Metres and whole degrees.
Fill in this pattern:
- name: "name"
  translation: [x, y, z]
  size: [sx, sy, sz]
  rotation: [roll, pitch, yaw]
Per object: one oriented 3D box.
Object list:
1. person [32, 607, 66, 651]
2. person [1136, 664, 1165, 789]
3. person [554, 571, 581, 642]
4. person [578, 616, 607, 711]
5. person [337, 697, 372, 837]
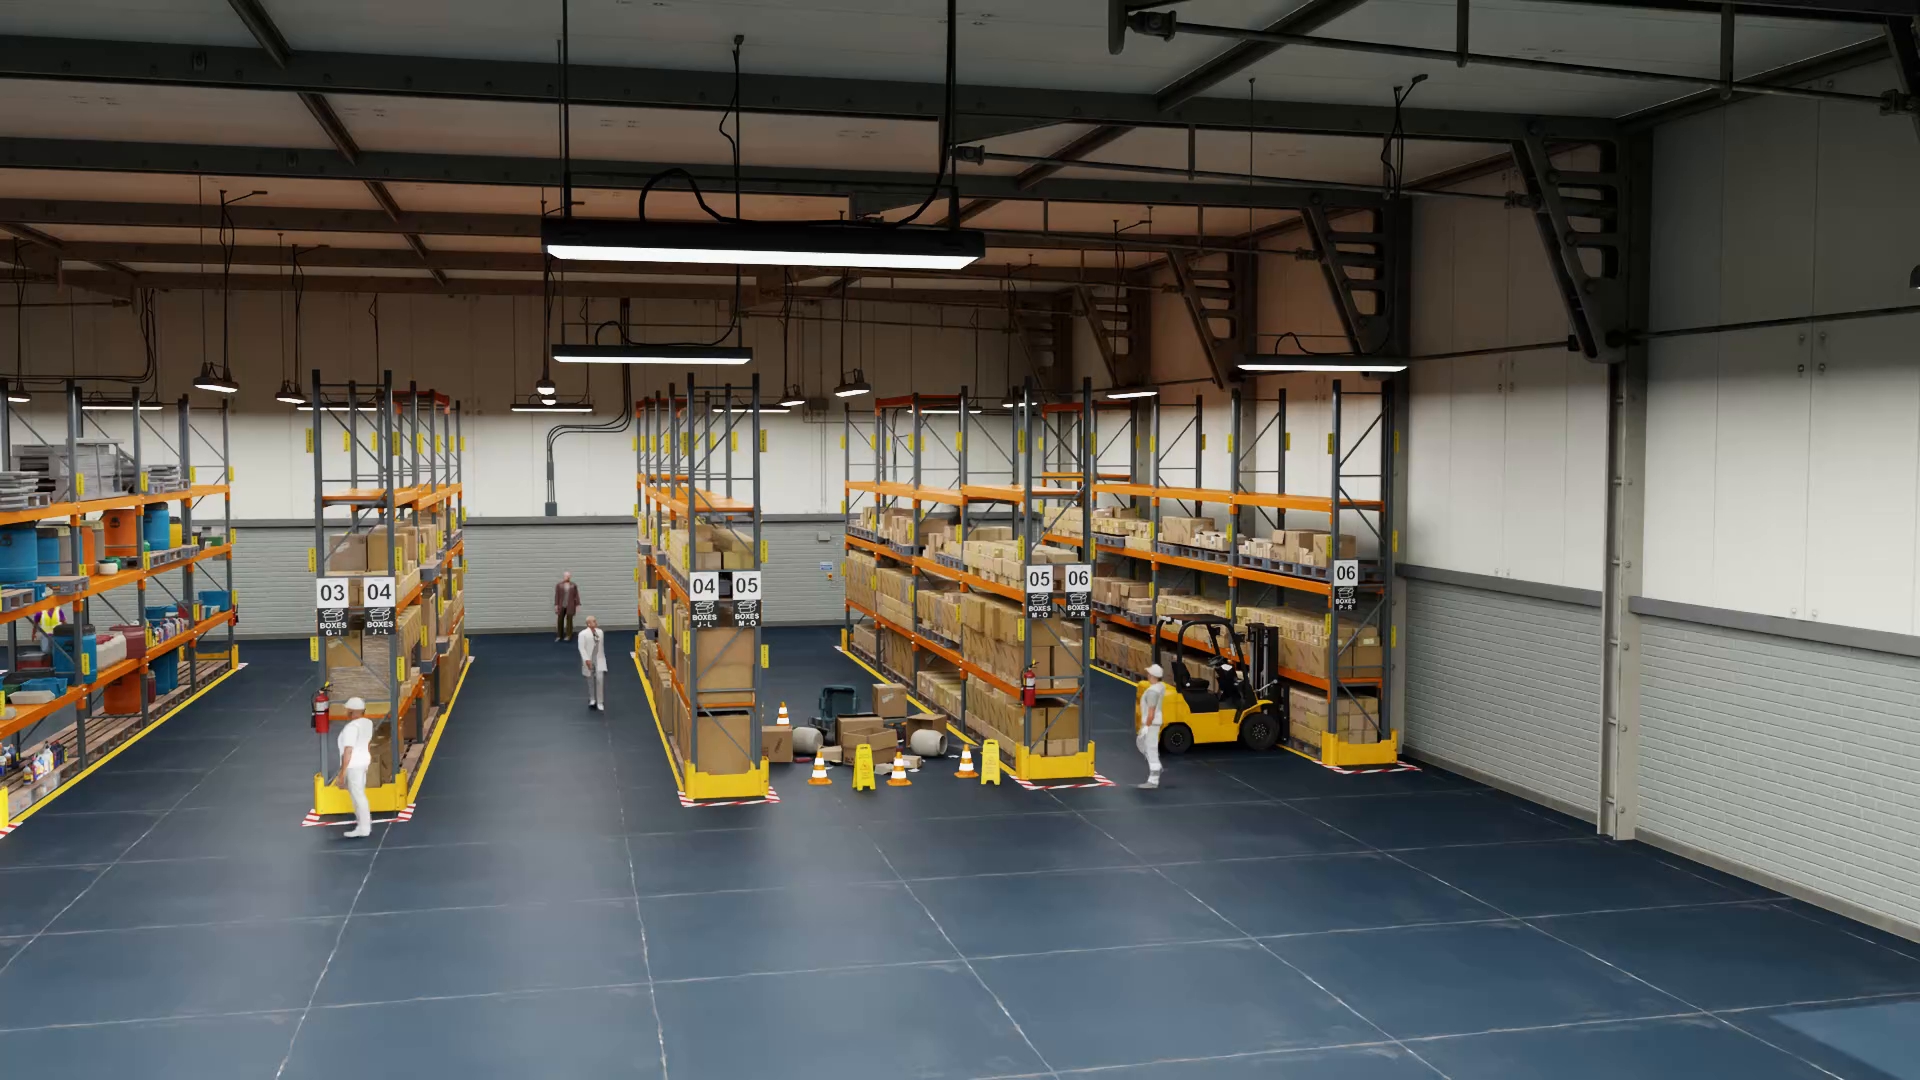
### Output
- name: "person"
  translation: [-19.884, 2.052, 36.329]
  size: [0.748, 1.724, 1.080]
  rotation: [-1, 3, -17]
- name: "person"
  translation: [2.794, 2.693, 24.269]
  size: [0.418, 1.785, 0.651]
  rotation: [0, 3, 2]
- name: "person"
  translation: [-9.956, 1.698, 42.139]
  size: [0.652, 1.798, 0.451]
  rotation: [0, 3, 2]
- name: "person"
  translation: [-6.909, 2.296, 31.308]
  size: [0.535, 1.727, 1.049]
  rotation: [0, 3, -8]
- name: "person"
  translation: [-7.703, 2.903, 21.182]
  size: [0.376, 1.799, 0.675]
  rotation: [0, 3, 2]
